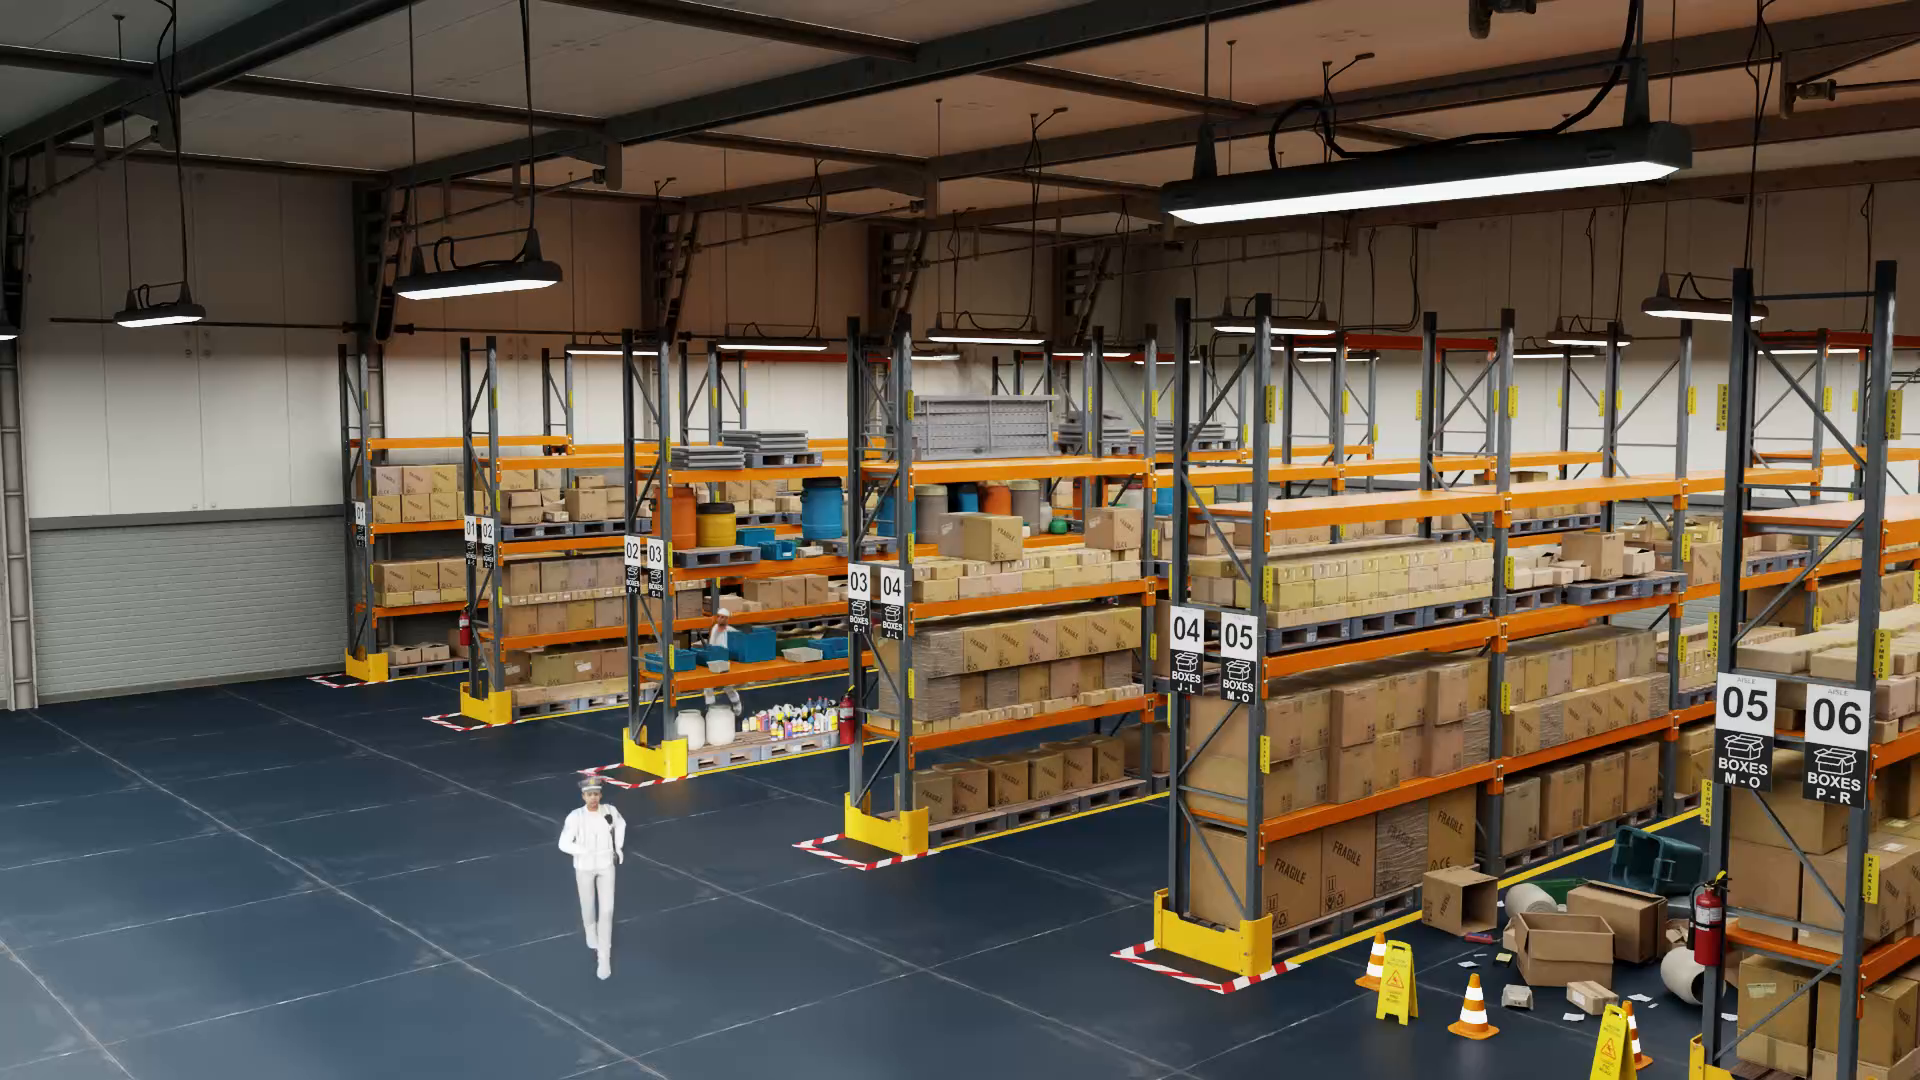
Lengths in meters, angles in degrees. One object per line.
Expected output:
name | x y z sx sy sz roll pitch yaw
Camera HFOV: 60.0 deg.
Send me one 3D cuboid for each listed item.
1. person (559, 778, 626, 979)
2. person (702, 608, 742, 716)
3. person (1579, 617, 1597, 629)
person | -3.294 2.968 14.965 0.600 1.722 0.896 -1 5 -14
person | -3.728 1.961 25.943 0.669 1.810 0.816 2 6 25
person | 9.825 1.996 25.975 0.636 1.783 0.736 4 7 40
